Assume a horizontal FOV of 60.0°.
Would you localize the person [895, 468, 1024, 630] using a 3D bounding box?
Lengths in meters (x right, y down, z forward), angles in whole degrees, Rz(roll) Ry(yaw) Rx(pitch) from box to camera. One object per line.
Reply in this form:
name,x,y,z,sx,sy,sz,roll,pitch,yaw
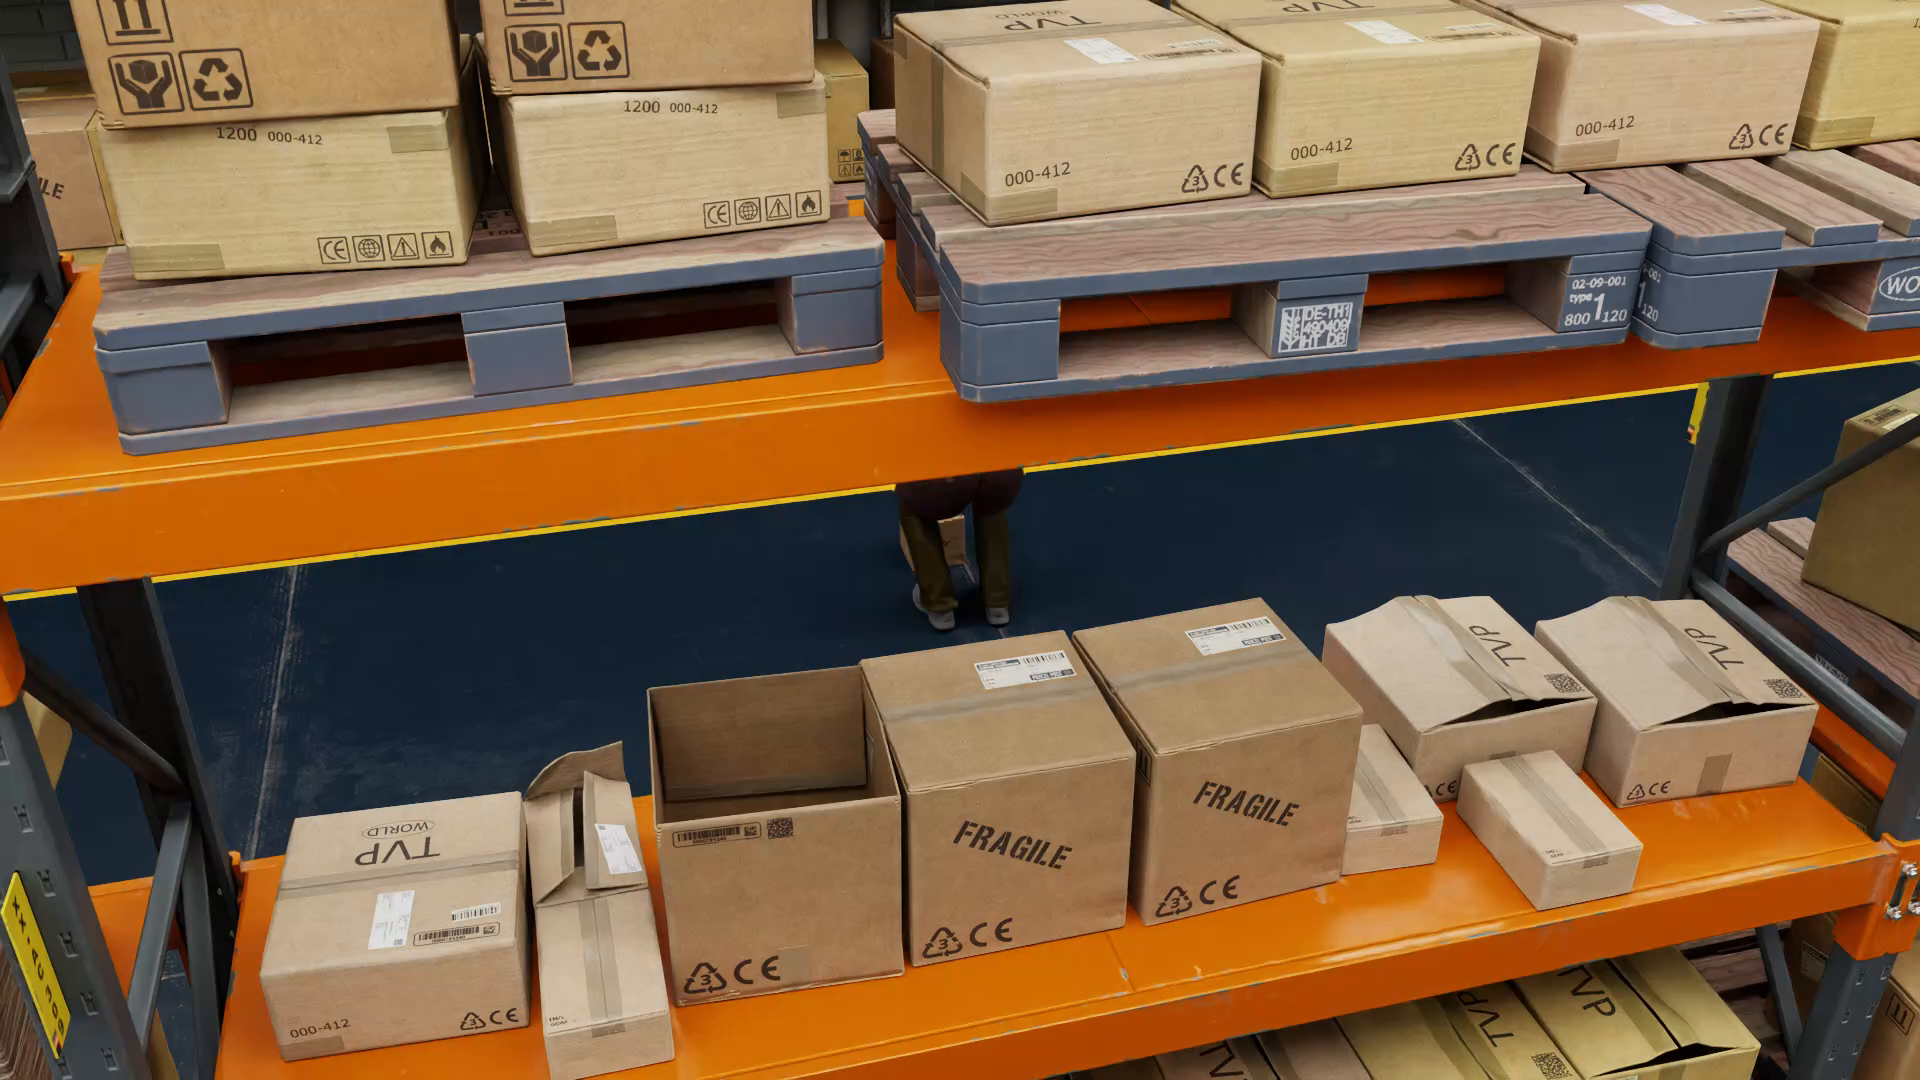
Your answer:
person,-0.024,-0.371,6.999,0.623,1.577,0.588,-7,31,-13
